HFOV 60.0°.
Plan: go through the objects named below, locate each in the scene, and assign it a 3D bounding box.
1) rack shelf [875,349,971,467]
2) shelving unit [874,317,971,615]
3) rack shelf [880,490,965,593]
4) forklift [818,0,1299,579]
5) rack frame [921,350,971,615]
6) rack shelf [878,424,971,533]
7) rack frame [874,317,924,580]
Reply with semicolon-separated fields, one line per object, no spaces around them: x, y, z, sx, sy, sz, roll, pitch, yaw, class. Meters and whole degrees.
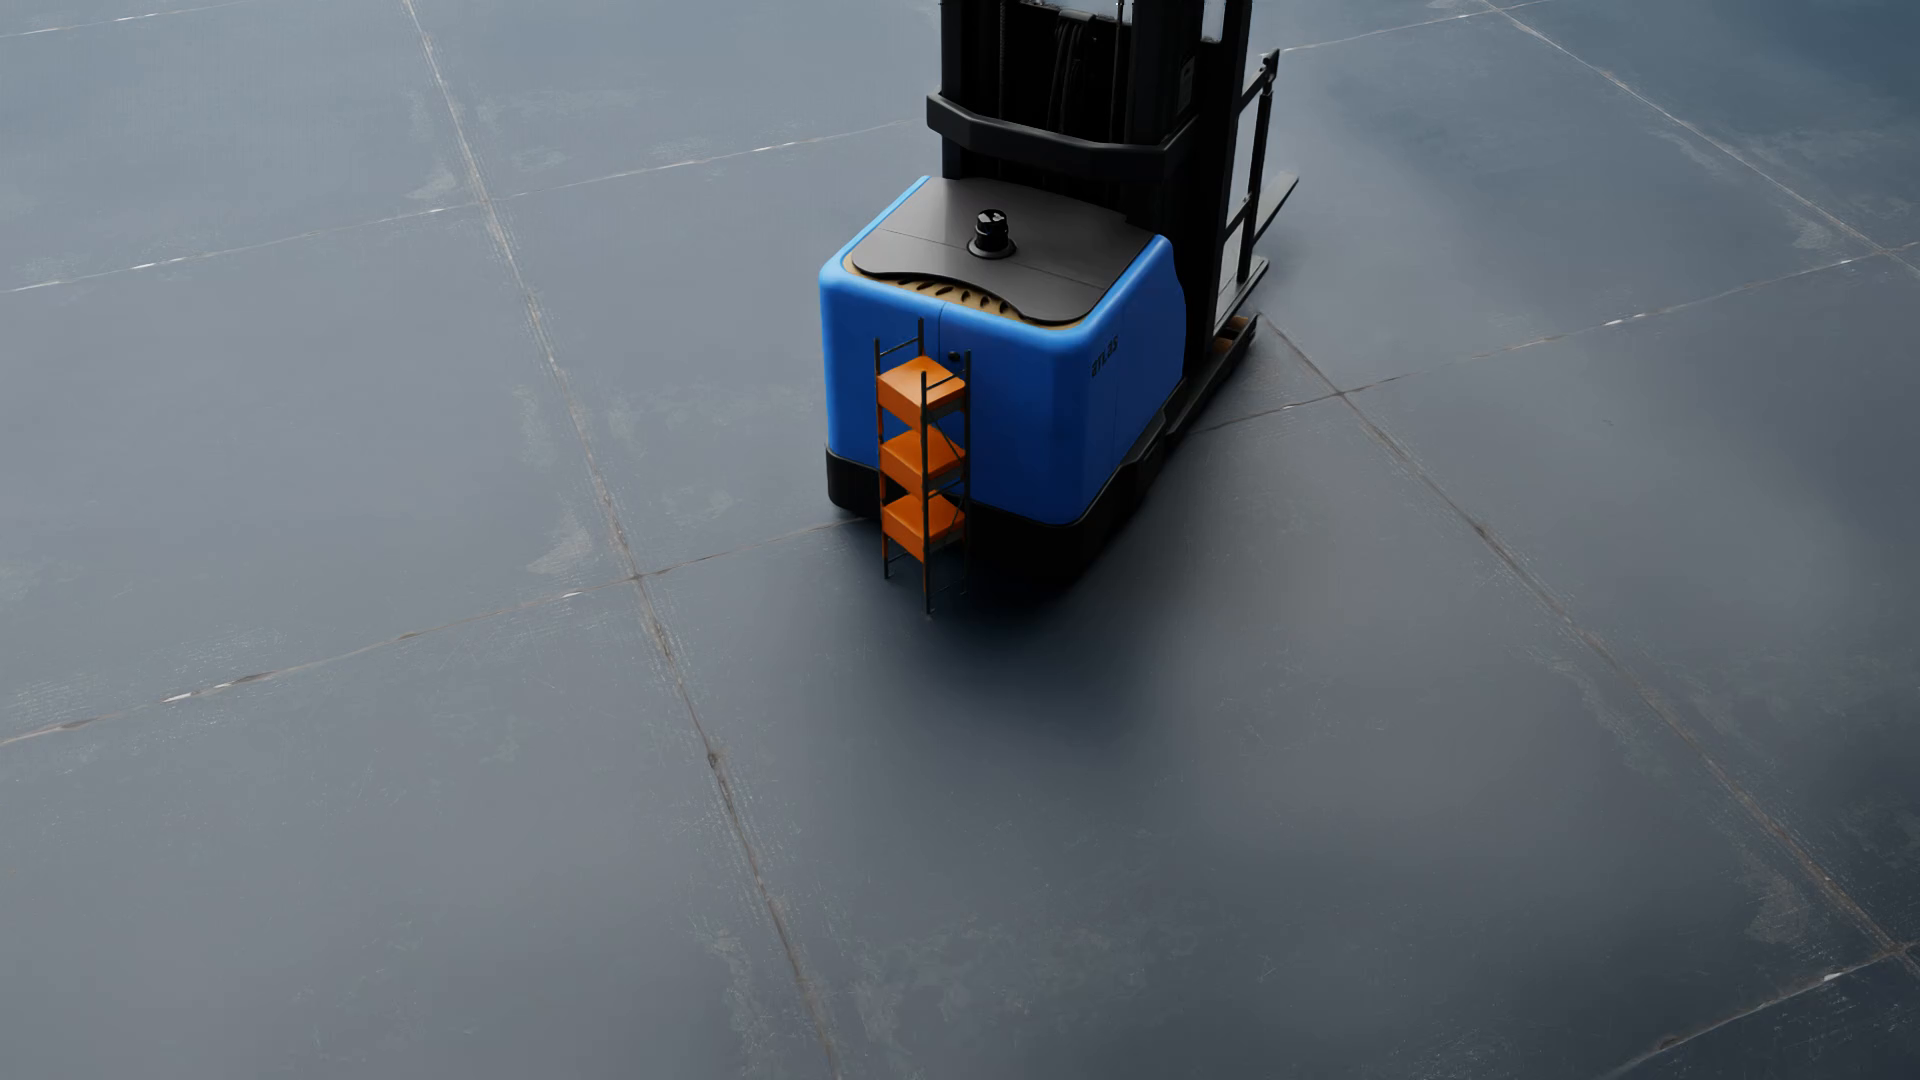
-0.123;-0.440;5.538;0.215;0.259;0.240;-28;48;-29;rack shelf
-0.122;-0.233;5.716;0.215;1.050;0.252;-28;48;-29;shelving unit
-0.122;-0.015;5.904;0.215;0.259;0.240;-28;48;-29;rack shelf
0.625;-1.926;6.242;1.130;2.935;3.031;19;44;20;forklift
-0.045;-0.172;5.644;0.200;1.050;0.008;-28;48;-29;rack frame
-0.122;-0.225;5.723;0.215;0.259;0.240;-28;48;-29;rack shelf
-0.200;-0.294;5.787;0.200;1.050;0.008;-28;48;-29;rack frame
